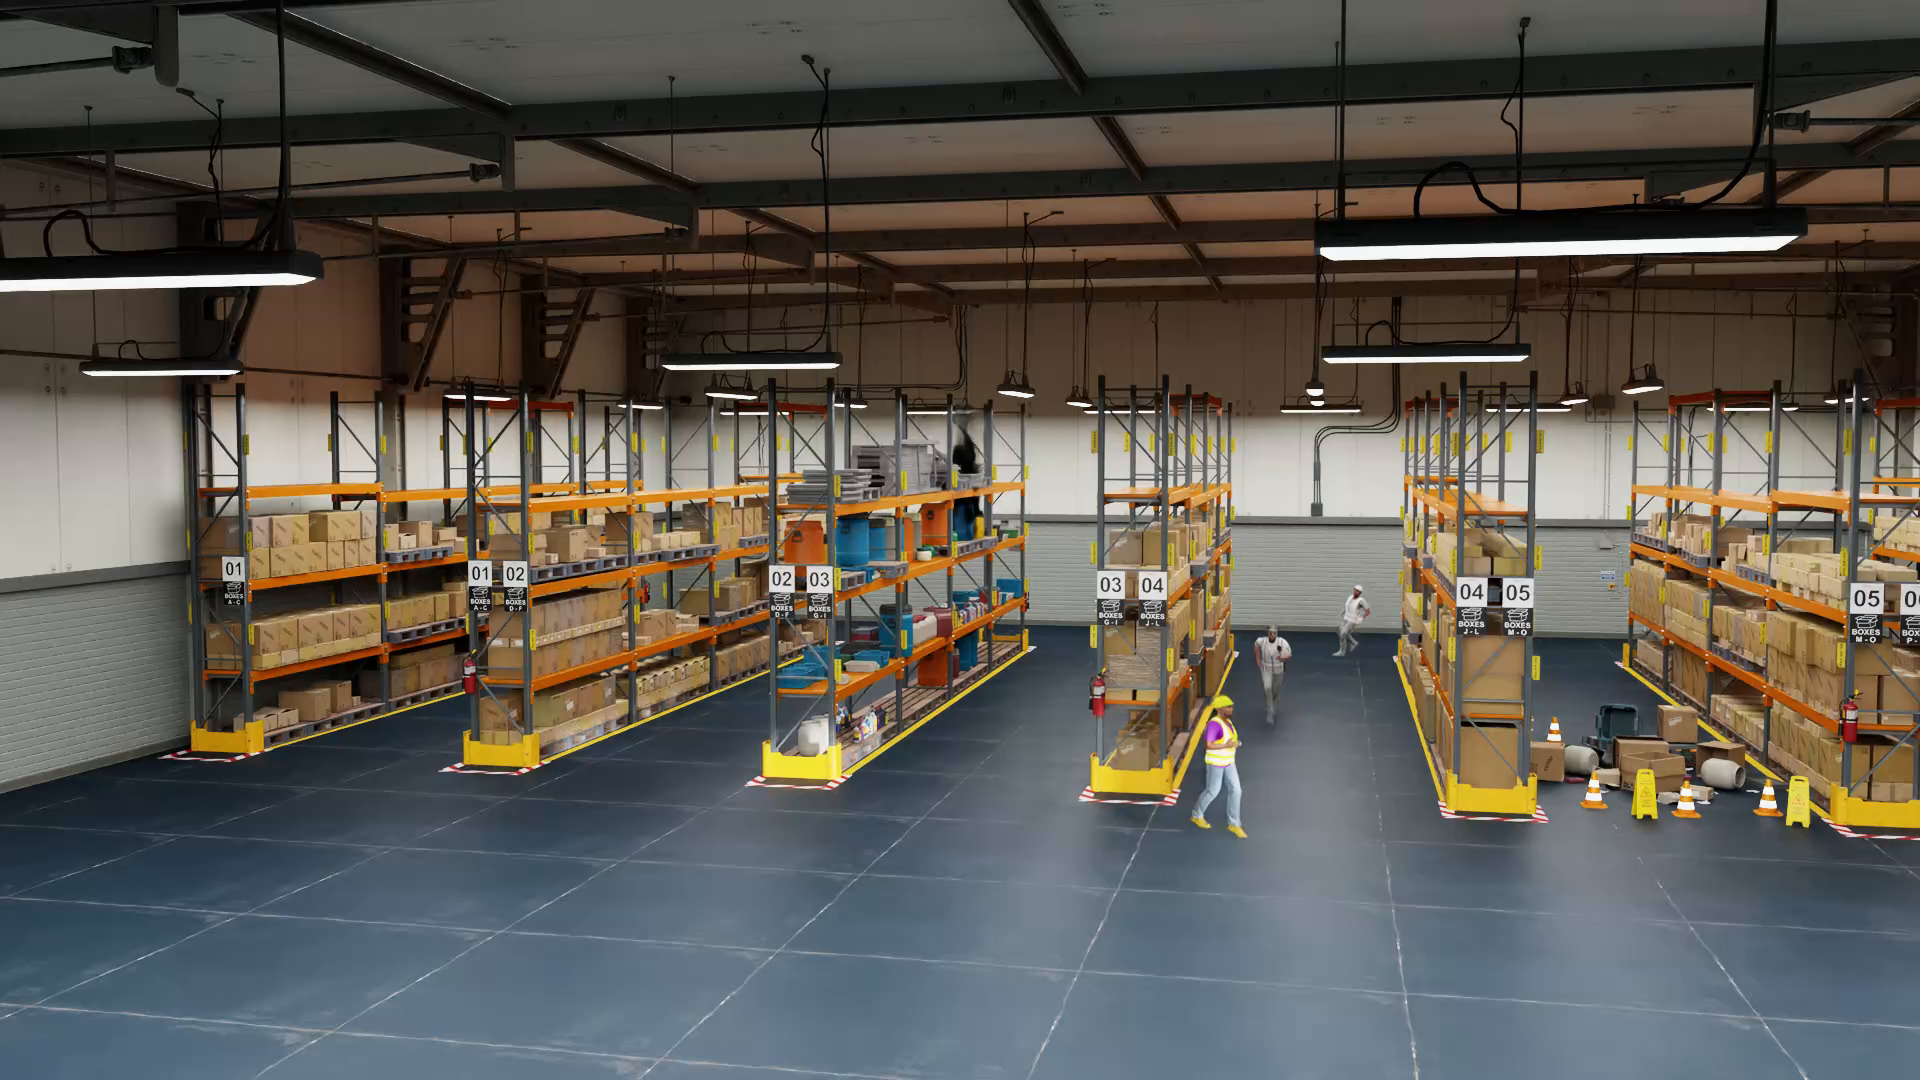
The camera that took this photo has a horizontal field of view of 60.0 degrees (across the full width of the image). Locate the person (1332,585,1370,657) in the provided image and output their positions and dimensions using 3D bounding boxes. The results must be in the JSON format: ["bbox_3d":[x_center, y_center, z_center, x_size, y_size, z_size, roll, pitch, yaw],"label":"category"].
[{"bbox_3d":[9.208,1.914,39.160,0.730,1.692,0.757,-1,3,-21],"label":"person"}]

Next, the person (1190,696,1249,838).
[{"bbox_3d":[3.299,2.906,21.313,0.813,1.826,0.665,3,4,41],"label":"person"}]

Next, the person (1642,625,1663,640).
[{"bbox_3d":[16.639,1.847,39.704,0.722,1.756,0.682,0,3,-9],"label":"person"}]

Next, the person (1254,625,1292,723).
[{"bbox_3d":[5.707,2.413,30.373,0.658,1.800,1.002,0,3,5],"label":"person"}]
